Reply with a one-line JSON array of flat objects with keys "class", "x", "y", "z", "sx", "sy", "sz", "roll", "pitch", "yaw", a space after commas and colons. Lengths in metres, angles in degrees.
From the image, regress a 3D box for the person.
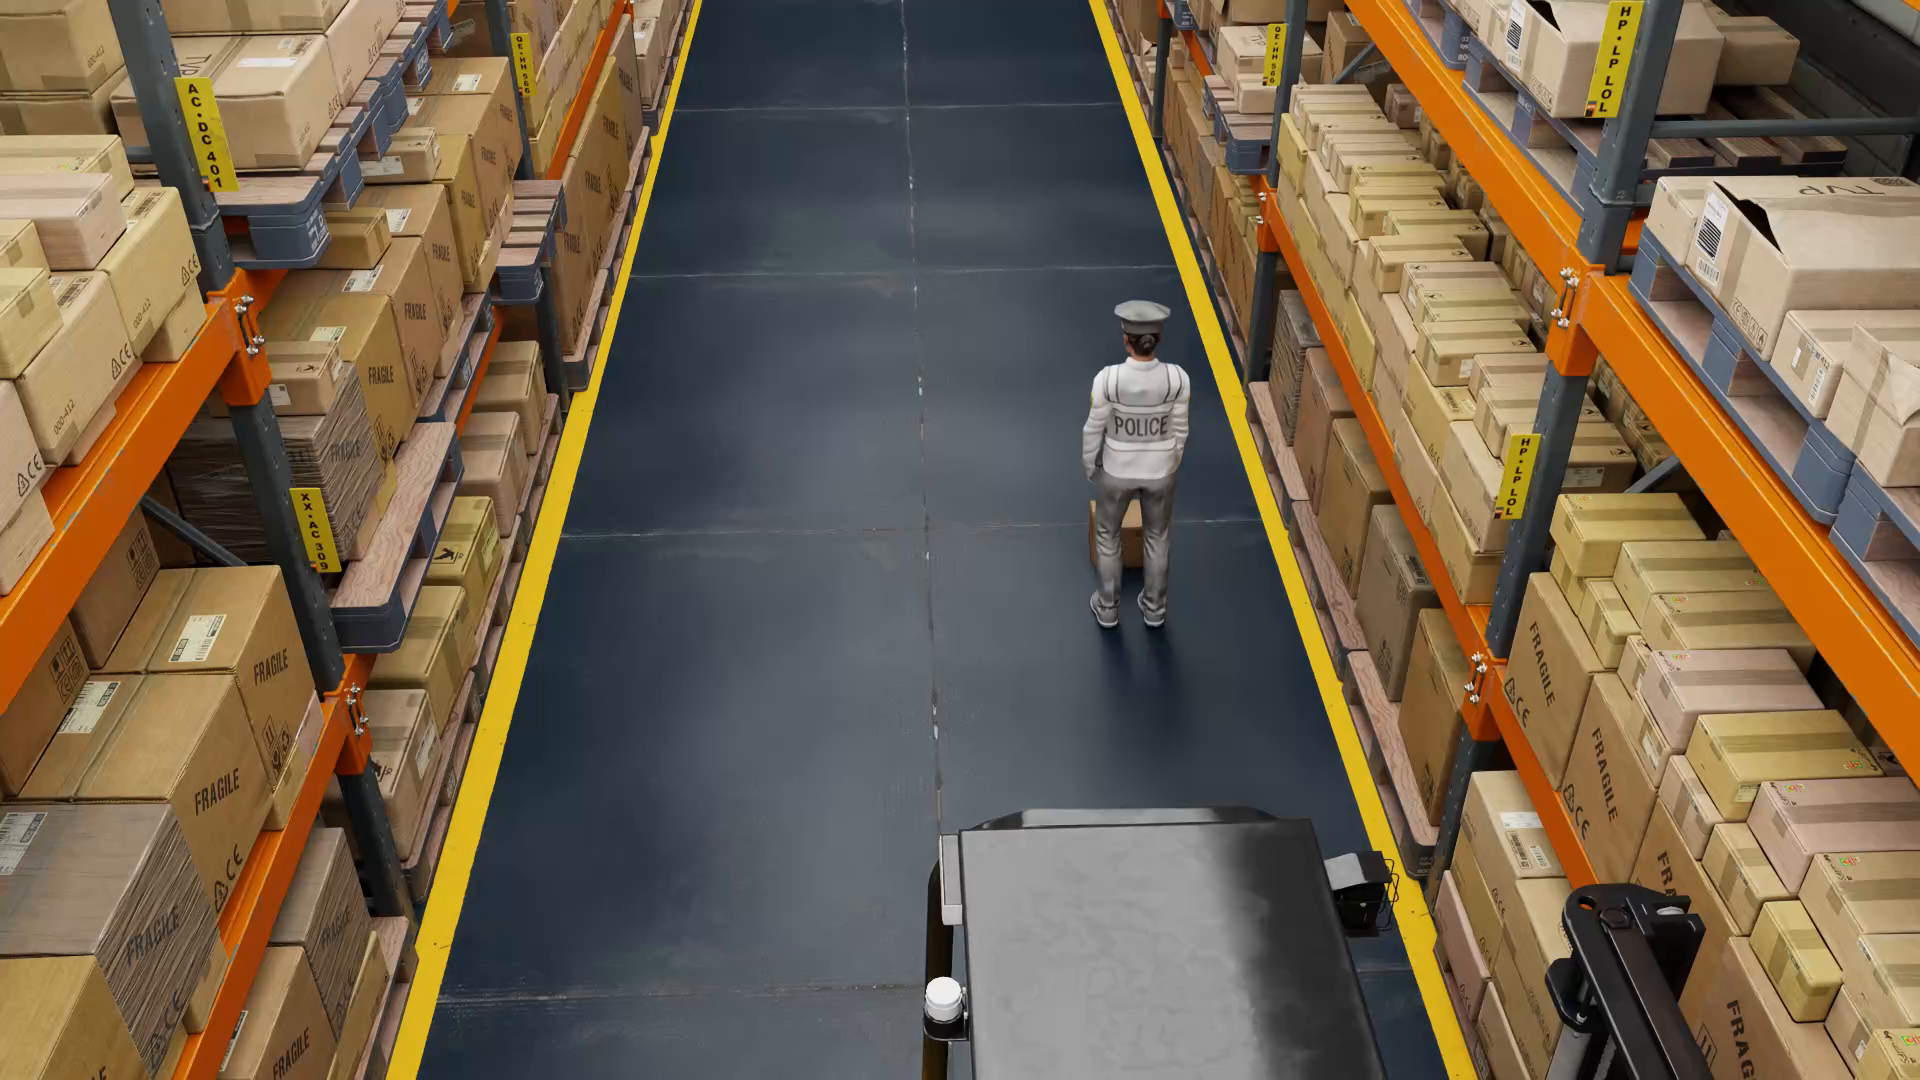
[{"class": "person", "x": 0.793, "y": -0.318, "z": 7.651, "sx": 0.476, "sy": 1.659, "sz": 0.338, "roll": -1, "pitch": 35, "yaw": -1}]
